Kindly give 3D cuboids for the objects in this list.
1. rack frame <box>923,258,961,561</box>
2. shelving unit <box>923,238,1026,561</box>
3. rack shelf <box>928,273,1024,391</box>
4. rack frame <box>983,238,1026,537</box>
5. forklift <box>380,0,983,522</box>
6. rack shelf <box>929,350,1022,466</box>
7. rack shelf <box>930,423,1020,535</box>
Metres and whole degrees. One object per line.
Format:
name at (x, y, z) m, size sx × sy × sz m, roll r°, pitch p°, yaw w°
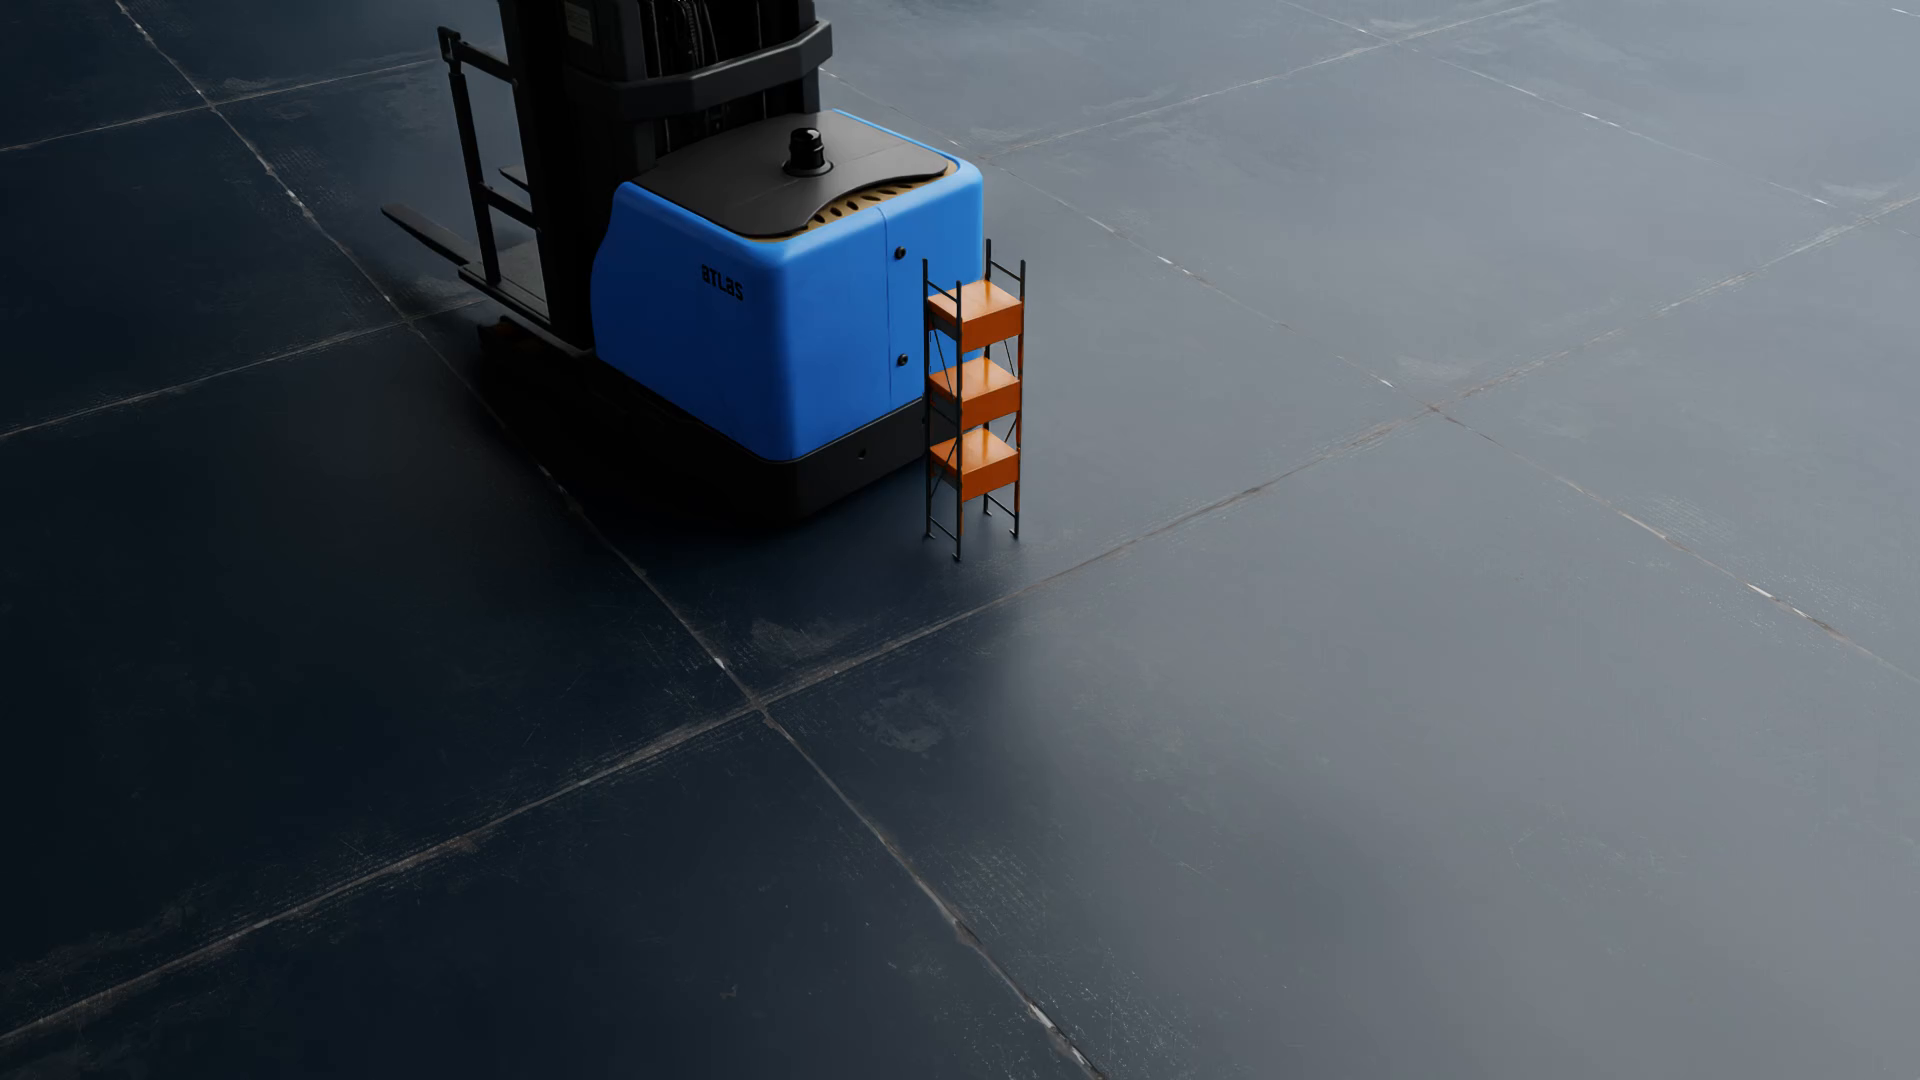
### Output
rack frame at (-0.056, -0.403, 5.411) m, size 0.008 × 1.050 × 0.200 m, roll -22°, pitch 41°, yaw -28°
shelving unit at (0.044, -0.444, 5.468) m, size 0.252 × 1.050 × 0.215 m, roll -22°, pitch 41°, yaw -28°
rack shelf at (0.044, -0.666, 5.309) m, size 0.240 × 0.259 × 0.215 m, roll -22°, pitch 41°, yaw -28°
rack frame at (0.143, -0.485, 5.526) m, size 0.008 × 1.050 × 0.200 m, roll -22°, pitch 41°, yaw -28°
forklift at (-1.298, -2.012, 6.037) m, size 1.130 × 2.935 × 3.031 m, roll -30°, pitch 45°, yaw -35°
rack shelf at (0.044, -0.436, 5.475) m, size 0.240 × 0.259 × 0.215 m, roll -22°, pitch 41°, yaw -28°
rack shelf at (0.044, -0.210, 5.637) m, size 0.240 × 0.259 × 0.215 m, roll -22°, pitch 41°, yaw -28°
